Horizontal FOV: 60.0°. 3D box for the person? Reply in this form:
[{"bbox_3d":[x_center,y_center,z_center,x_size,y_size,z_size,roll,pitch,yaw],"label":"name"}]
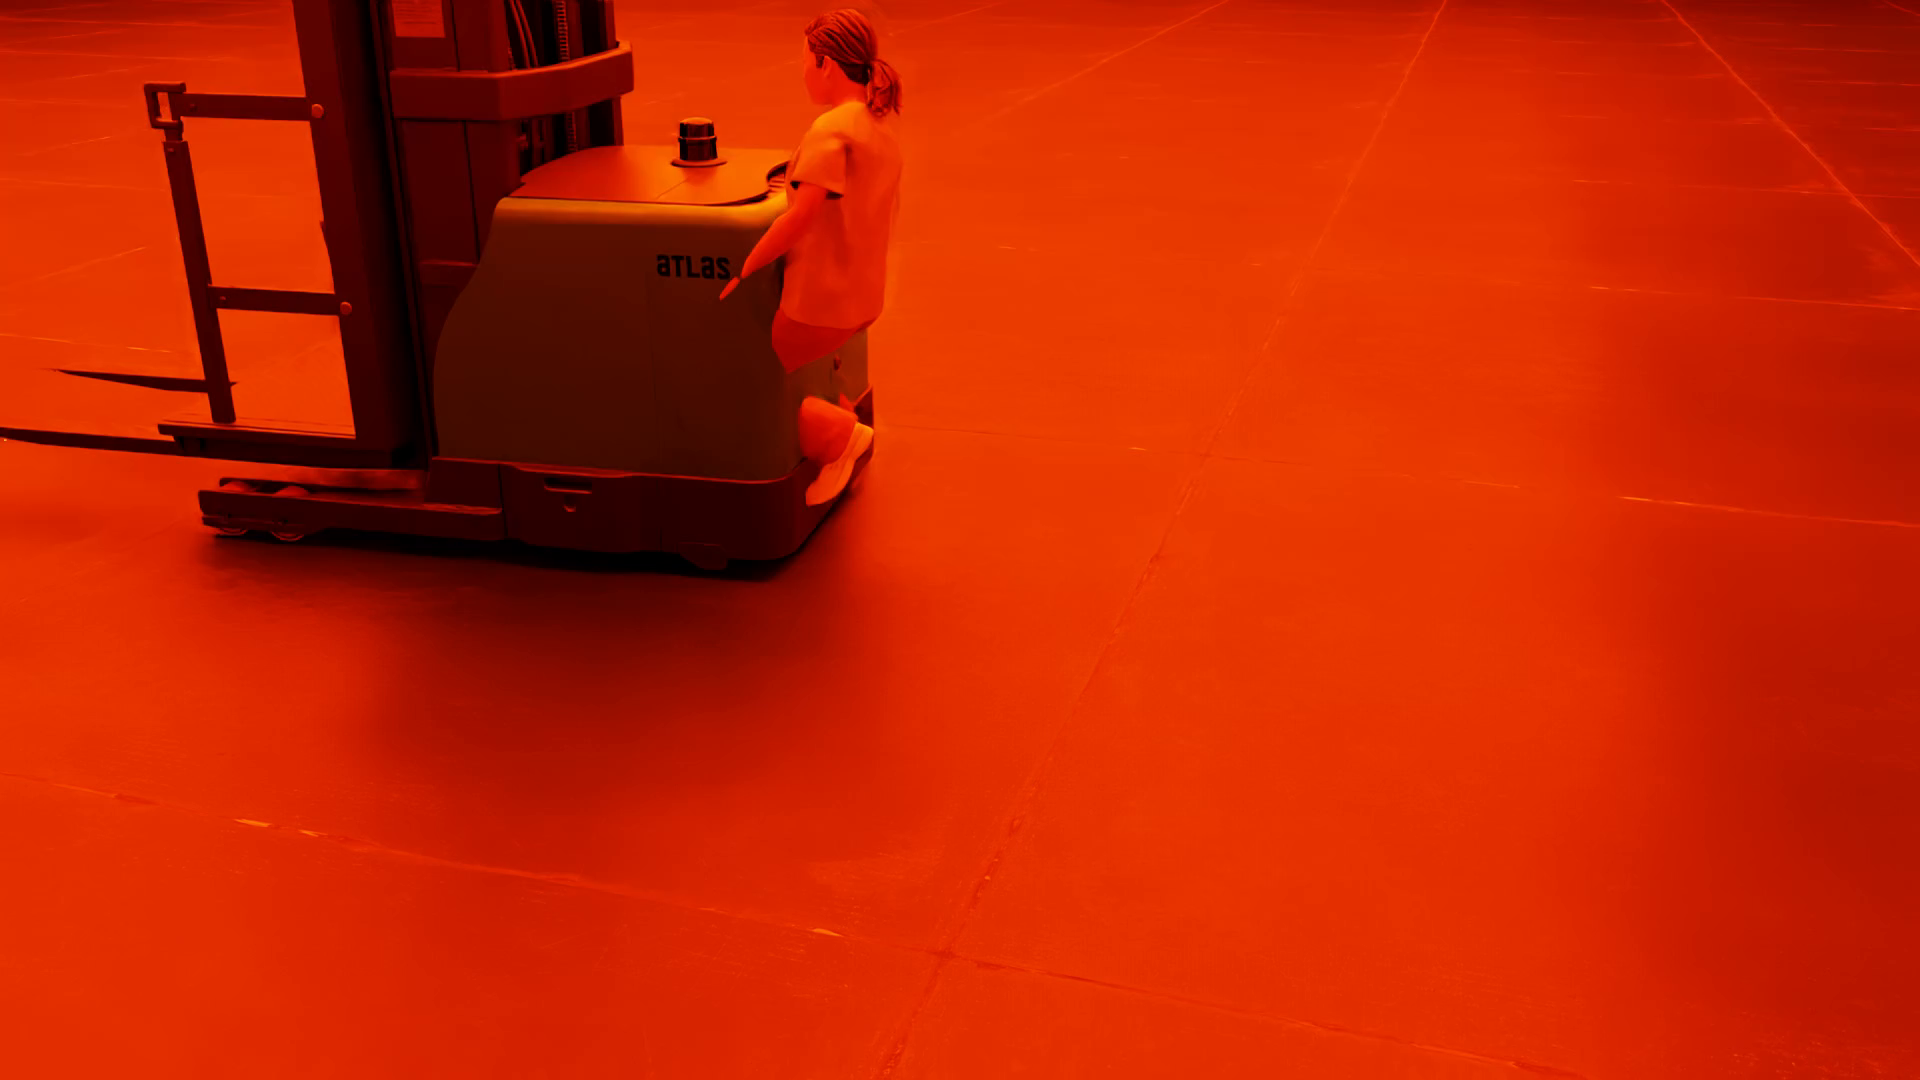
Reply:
[{"bbox_3d":[-0.443,-0.802,4.792,0.640,1.400,0.742,9,24,22],"label":"person"}]

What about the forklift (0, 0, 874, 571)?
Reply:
[{"bbox_3d":[-1.863,-1.541,5.013,3.031,2.935,1.130,5,23,12],"label":"forklift"}]
